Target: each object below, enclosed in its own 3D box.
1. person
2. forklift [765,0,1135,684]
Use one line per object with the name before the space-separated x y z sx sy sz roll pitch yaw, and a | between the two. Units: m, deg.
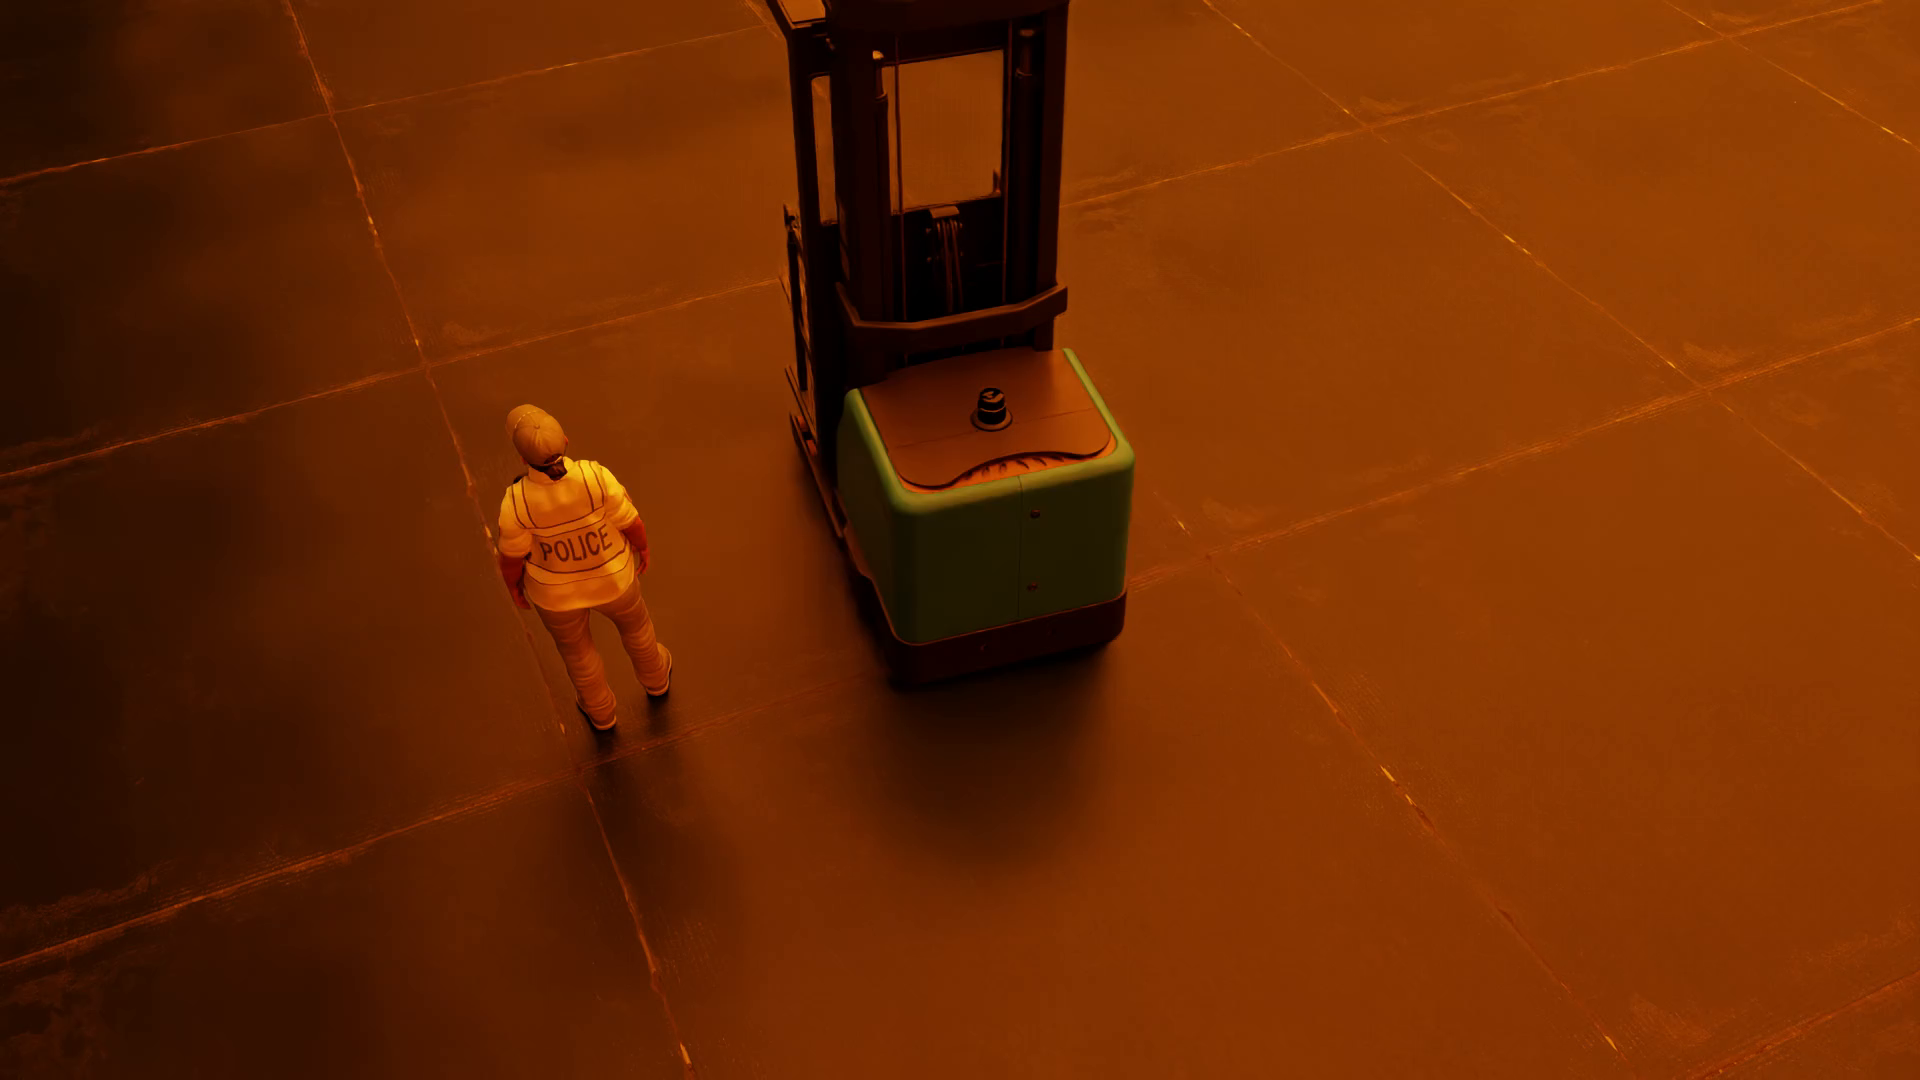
person | -1.480 0.091 6.499 0.599 1.670 0.529 -14 45 -15
forklift | -0.211 -1.481 7.267 1.130 2.935 3.031 -12 44 -13
